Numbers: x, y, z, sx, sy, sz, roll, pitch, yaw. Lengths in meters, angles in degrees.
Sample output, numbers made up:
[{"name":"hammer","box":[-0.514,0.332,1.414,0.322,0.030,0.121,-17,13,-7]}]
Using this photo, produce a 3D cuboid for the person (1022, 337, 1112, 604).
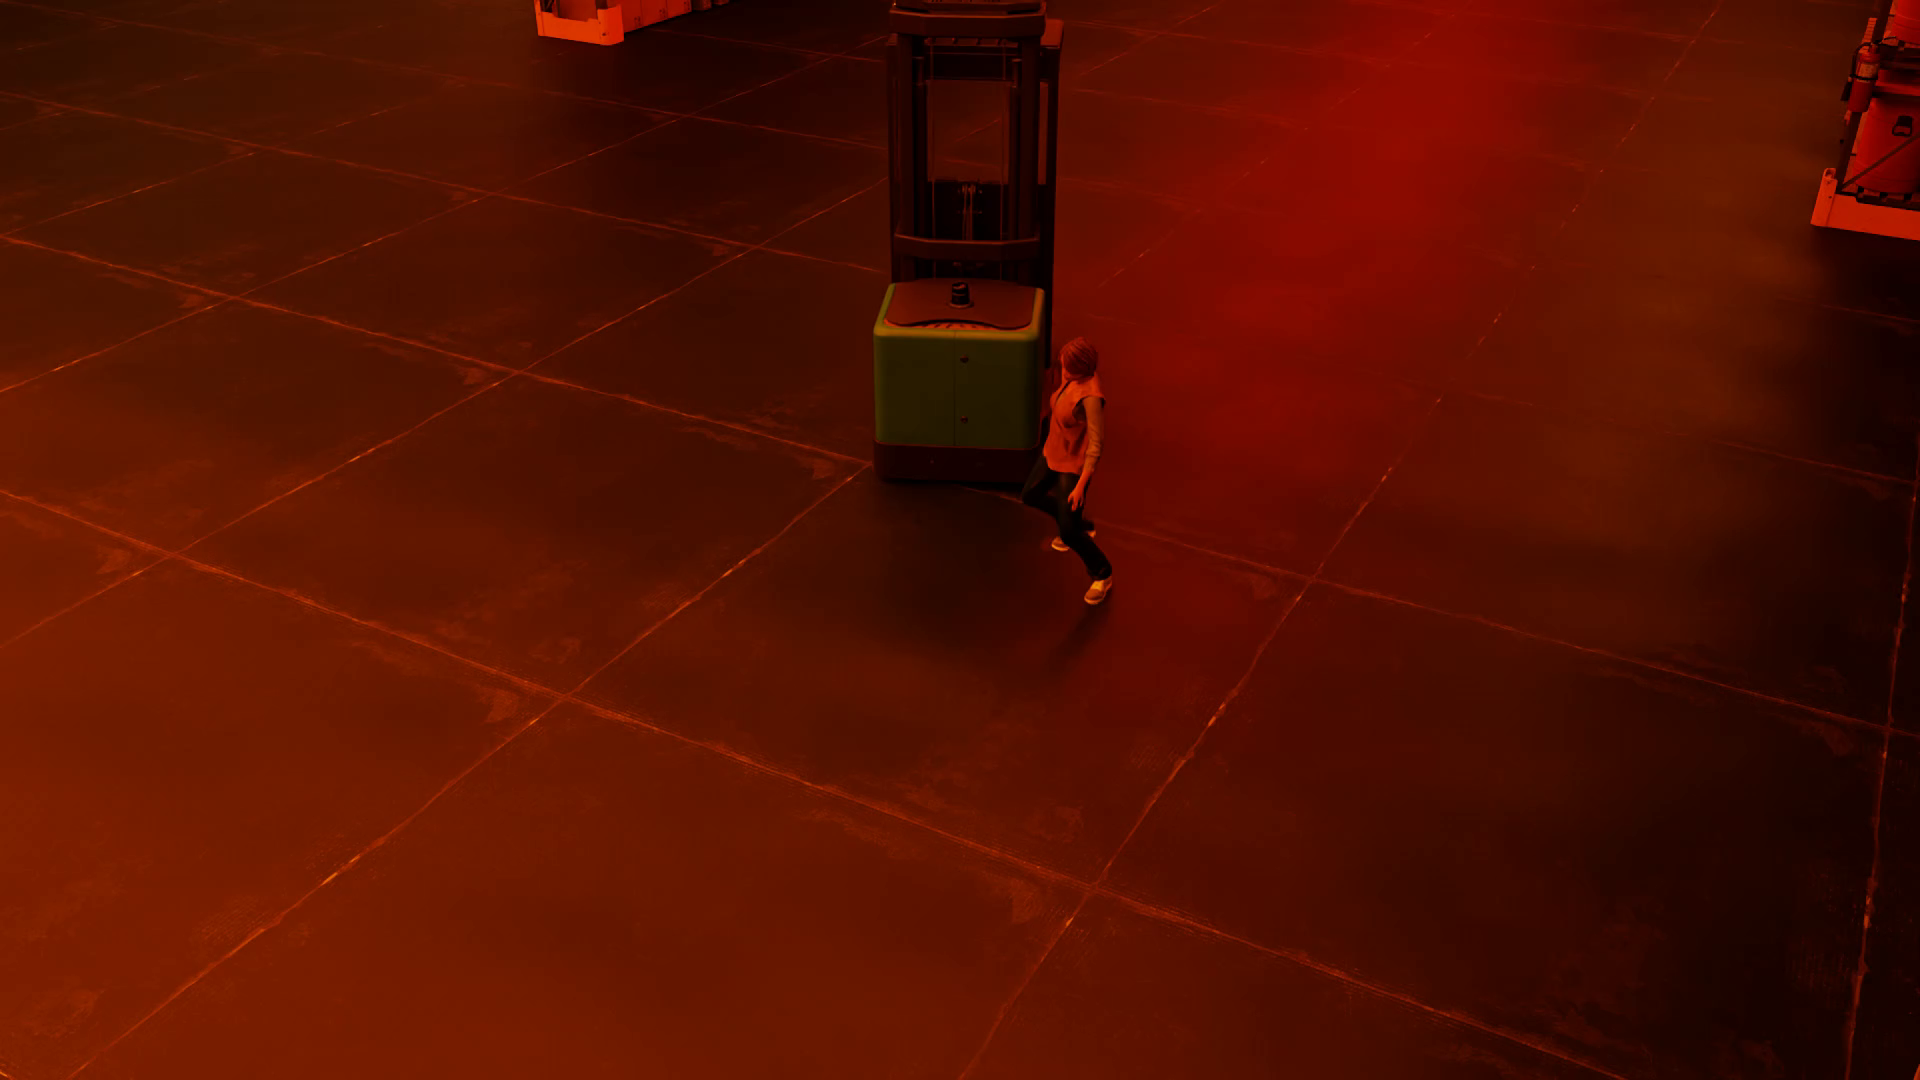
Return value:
[{"name":"person","box":[0.615,-0.451,9.290,0.452,1.515,0.762,-6,31,-10]}]

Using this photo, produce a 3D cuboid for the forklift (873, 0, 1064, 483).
[{"name":"forklift","box":[0.104,-2.336,11.118,1.130,2.935,3.031,3,30,5]}]
